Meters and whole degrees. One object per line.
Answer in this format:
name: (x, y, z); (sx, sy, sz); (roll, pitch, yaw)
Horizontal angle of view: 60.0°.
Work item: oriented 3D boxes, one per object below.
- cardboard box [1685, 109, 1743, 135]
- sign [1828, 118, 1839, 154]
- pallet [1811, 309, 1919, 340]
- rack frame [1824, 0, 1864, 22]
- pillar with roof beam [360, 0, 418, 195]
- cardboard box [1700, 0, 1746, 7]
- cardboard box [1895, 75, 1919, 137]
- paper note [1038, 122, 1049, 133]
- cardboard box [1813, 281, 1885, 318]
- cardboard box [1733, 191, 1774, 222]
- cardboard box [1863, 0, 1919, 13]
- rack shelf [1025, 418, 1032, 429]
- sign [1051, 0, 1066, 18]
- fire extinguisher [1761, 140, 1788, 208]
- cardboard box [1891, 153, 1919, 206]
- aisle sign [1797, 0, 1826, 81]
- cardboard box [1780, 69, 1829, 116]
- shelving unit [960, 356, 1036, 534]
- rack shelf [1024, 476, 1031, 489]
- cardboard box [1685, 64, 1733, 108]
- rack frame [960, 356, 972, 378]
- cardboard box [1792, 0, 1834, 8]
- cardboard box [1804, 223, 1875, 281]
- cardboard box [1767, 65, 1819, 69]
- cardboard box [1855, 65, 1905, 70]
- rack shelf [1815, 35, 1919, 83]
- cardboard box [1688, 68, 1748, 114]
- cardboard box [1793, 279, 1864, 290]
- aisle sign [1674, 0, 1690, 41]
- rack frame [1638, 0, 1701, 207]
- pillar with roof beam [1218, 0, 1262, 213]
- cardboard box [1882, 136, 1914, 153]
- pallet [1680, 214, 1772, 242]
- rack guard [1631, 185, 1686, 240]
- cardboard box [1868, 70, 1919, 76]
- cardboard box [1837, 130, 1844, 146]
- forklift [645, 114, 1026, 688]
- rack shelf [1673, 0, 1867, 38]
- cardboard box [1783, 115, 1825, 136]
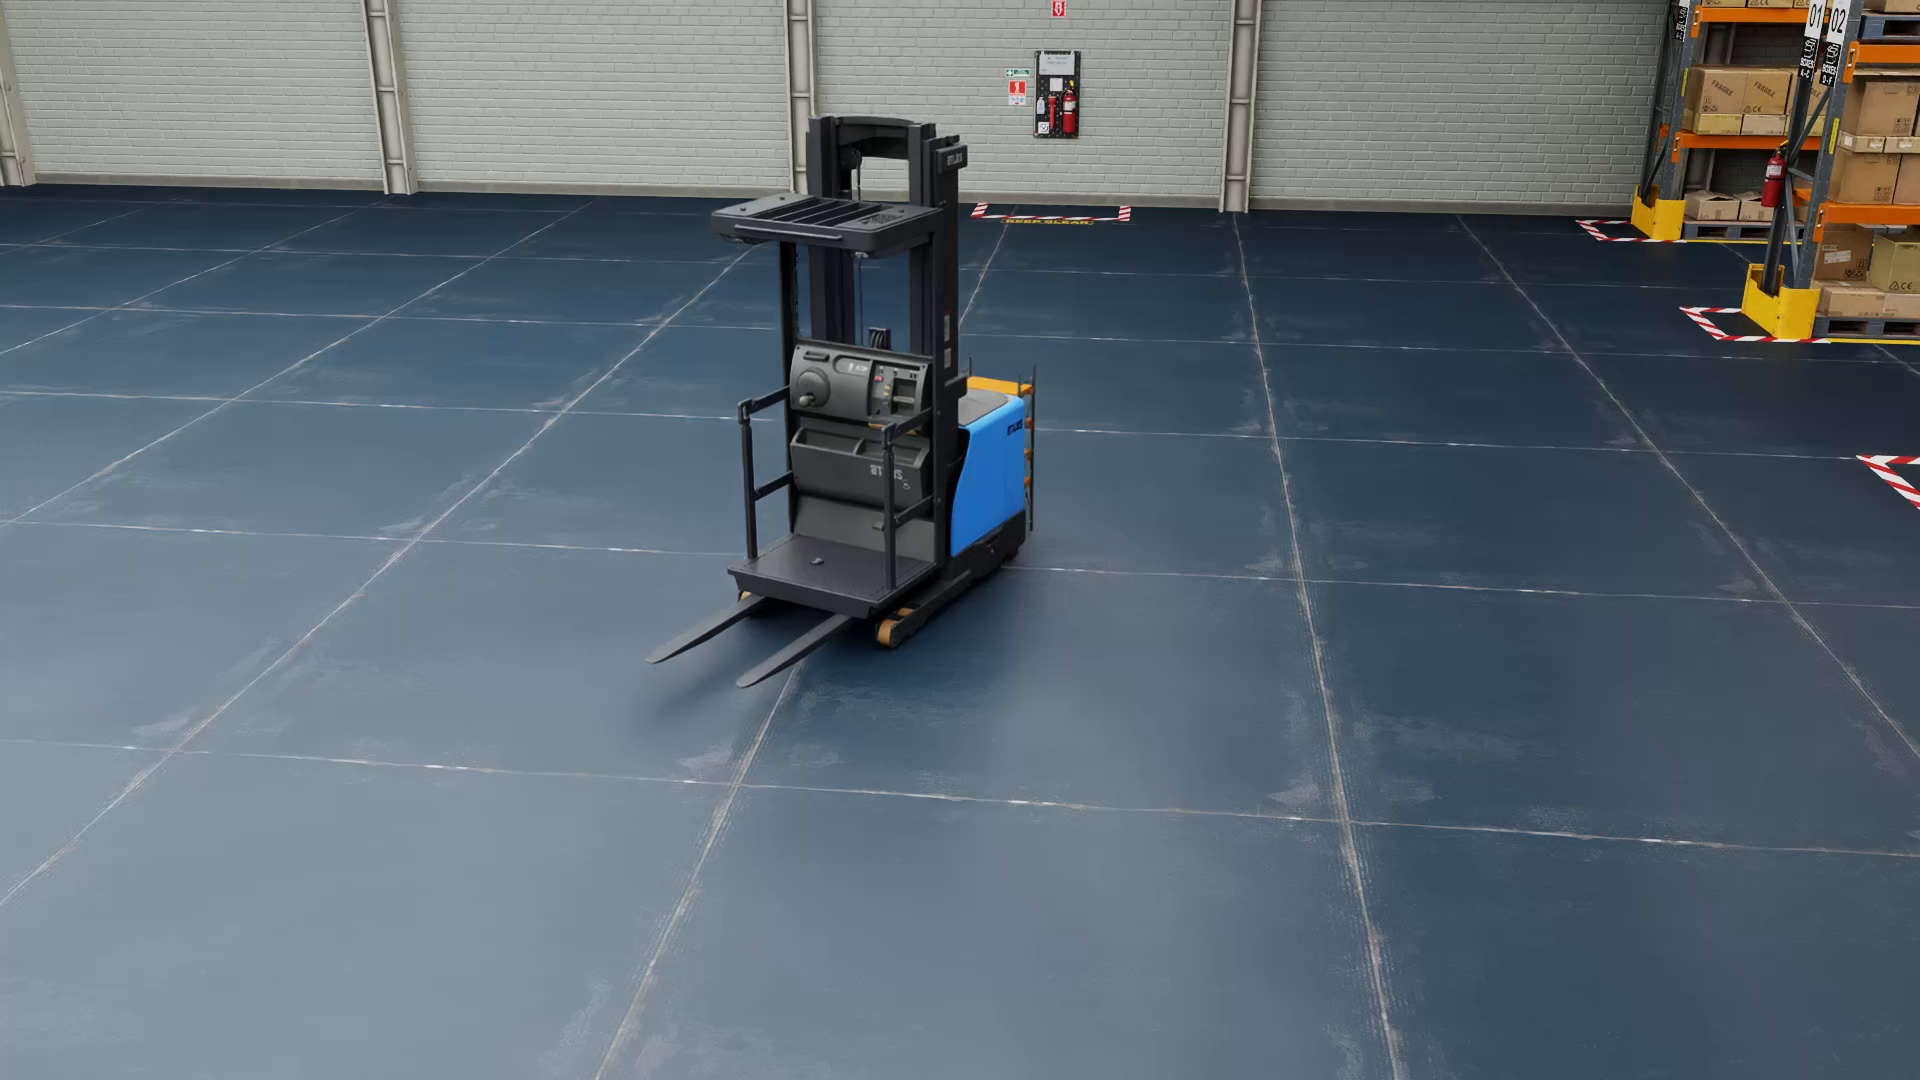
cardboard box: (9.381, -5.205, 20.702); (0.500, 0.250, 0.500); (2, 22, 5)
sign: (8.284, -3.831, 15.764); (0.005, 0.325, 0.100); (2, 22, 6)
pallet: (9.119, -2.279, 16.917); (1.213, 0.211, 1.003); (2, 22, 6)
rack frame: (8.355, -6.383, 15.347); (0.127, 3.000, 1.000); (2, 22, 6)
pillar with roof beam: (-8.650, -7.685, 18.638); (0.400, 9.000, 9.100); (2, 22, 6)
cardboard box: (9.237, -6.747, 20.184); (0.500, 0.500, 0.500); (3, 22, 8)
cardboard box: (9.393, -4.195, 16.072); (0.500, 0.500, 0.700); (2, 22, 5)
paper note: (1.156, -5.692, 22.954); (0.142, 0.148, 0.016); (2, 22, 6)
cardboard box: (8.861, -2.406, 16.614); (0.500, 0.250, 0.500); (2, 22, 6)
cardboard box: (10.177, -4.269, 21.217); (0.500, 0.311, 0.500); (4, 22, 11)
cardboard box: (8.925, -5.271, 15.710); (0.637, 0.503, 0.797); (4, 22, 10)
rack shelf: (0.230, -0.765, 11.317); (0.480, 0.148, 0.258); (11, 24, 27)
sign: (1.327, -7.183, 22.376); (0.199, 0.298, 0.001); (2, 22, 6)
fire extinguisher: (8.292, -3.732, 16.906); (0.183, 0.674, 0.296); (2, 22, 6)
cardboard box: (9.339, -3.594, 16.315); (0.500, 0.500, 0.700); (3, 22, 8)
aisle sign: (8.324, -4.913, 16.250); (0.004, 0.787, 0.394); (2, 22, 6)
cardboard box: (10.375, -5.511, 20.455); (0.500, 0.500, 0.500); (2, 22, 5)
shelving unit: (0.230, -0.619, 11.375); (0.503, 1.200, 0.258); (11, 24, 27)
rack shelf: (0.230, -0.372, 11.472); (0.480, 0.148, 0.258); (11, 24, 27)
cardboard box: (9.427, -5.748, 21.056); (0.500, 0.500, 0.500); (2, 22, 6)
rack frame: (0.017, -0.663, 11.484); (0.015, 1.200, 0.240); (11, 24, 27)
cardboard box: (10.282, -6.690, 20.039); (0.500, 0.500, 0.500); (4, 22, 9)
cardboard box: (8.923, -2.944, 16.956); (0.500, 0.500, 0.500); (2, 22, 6)
cardboard box: (10.440, -5.702, 20.939); (0.500, 0.500, 0.500); (2, 22, 5)
cardboard box: (11.457, -5.662, 20.837); (0.500, 0.500, 0.500); (3, 22, 8)
rack shelf: (10.341, -4.567, 15.812); (4.000, 0.370, 1.077); (2, 22, 6)
cardboard box: (9.373, -5.560, 20.581); (0.500, 0.500, 0.500); (3, 22, 6)
cardboard box: (8.922, -2.595, 17.092); (0.500, 0.250, 0.500); (2, 22, 6)
aisle sign: (8.827, -6.505, 20.278); (0.004, 0.787, 0.394); (2, 22, 6)
rack frame: (8.934, -5.402, 21.025); (0.127, 3.000, 1.000); (2, 22, 6)
pillar with roof beam: (3.266, -7.166, 17.325); (0.400, 9.000, 9.100); (2, 22, 6)
cardboard box: (8.982, -3.836, 16.044); (0.250, 0.149, 0.380); (2, 22, 5)
pallet: (9.812, -4.054, 21.408); (1.213, 0.211, 1.003); (2, 22, 6)
rack guard: (9.010, -4.237, 21.476); (0.348, 0.500, 1.175); (2, 22, 6)
cardboard box: (11.405, -5.470, 20.354); (0.500, 0.500, 0.500); (2, 22, 5)
cardboard box: (8.757, -3.995, 16.446); (0.250, 0.149, 0.380); (2, 22, 5)
forklift: (-0.711, -0.917, 9.773); (1.130, 2.935, 3.031); (11, 24, 27)
rack shelf: (10.920, -6.376, 20.387); (4.000, 0.370, 1.077); (2, 22, 6)
cardboard box: (10.404, -5.163, 20.597); (0.500, 0.250, 0.500); (2, 22, 5)
